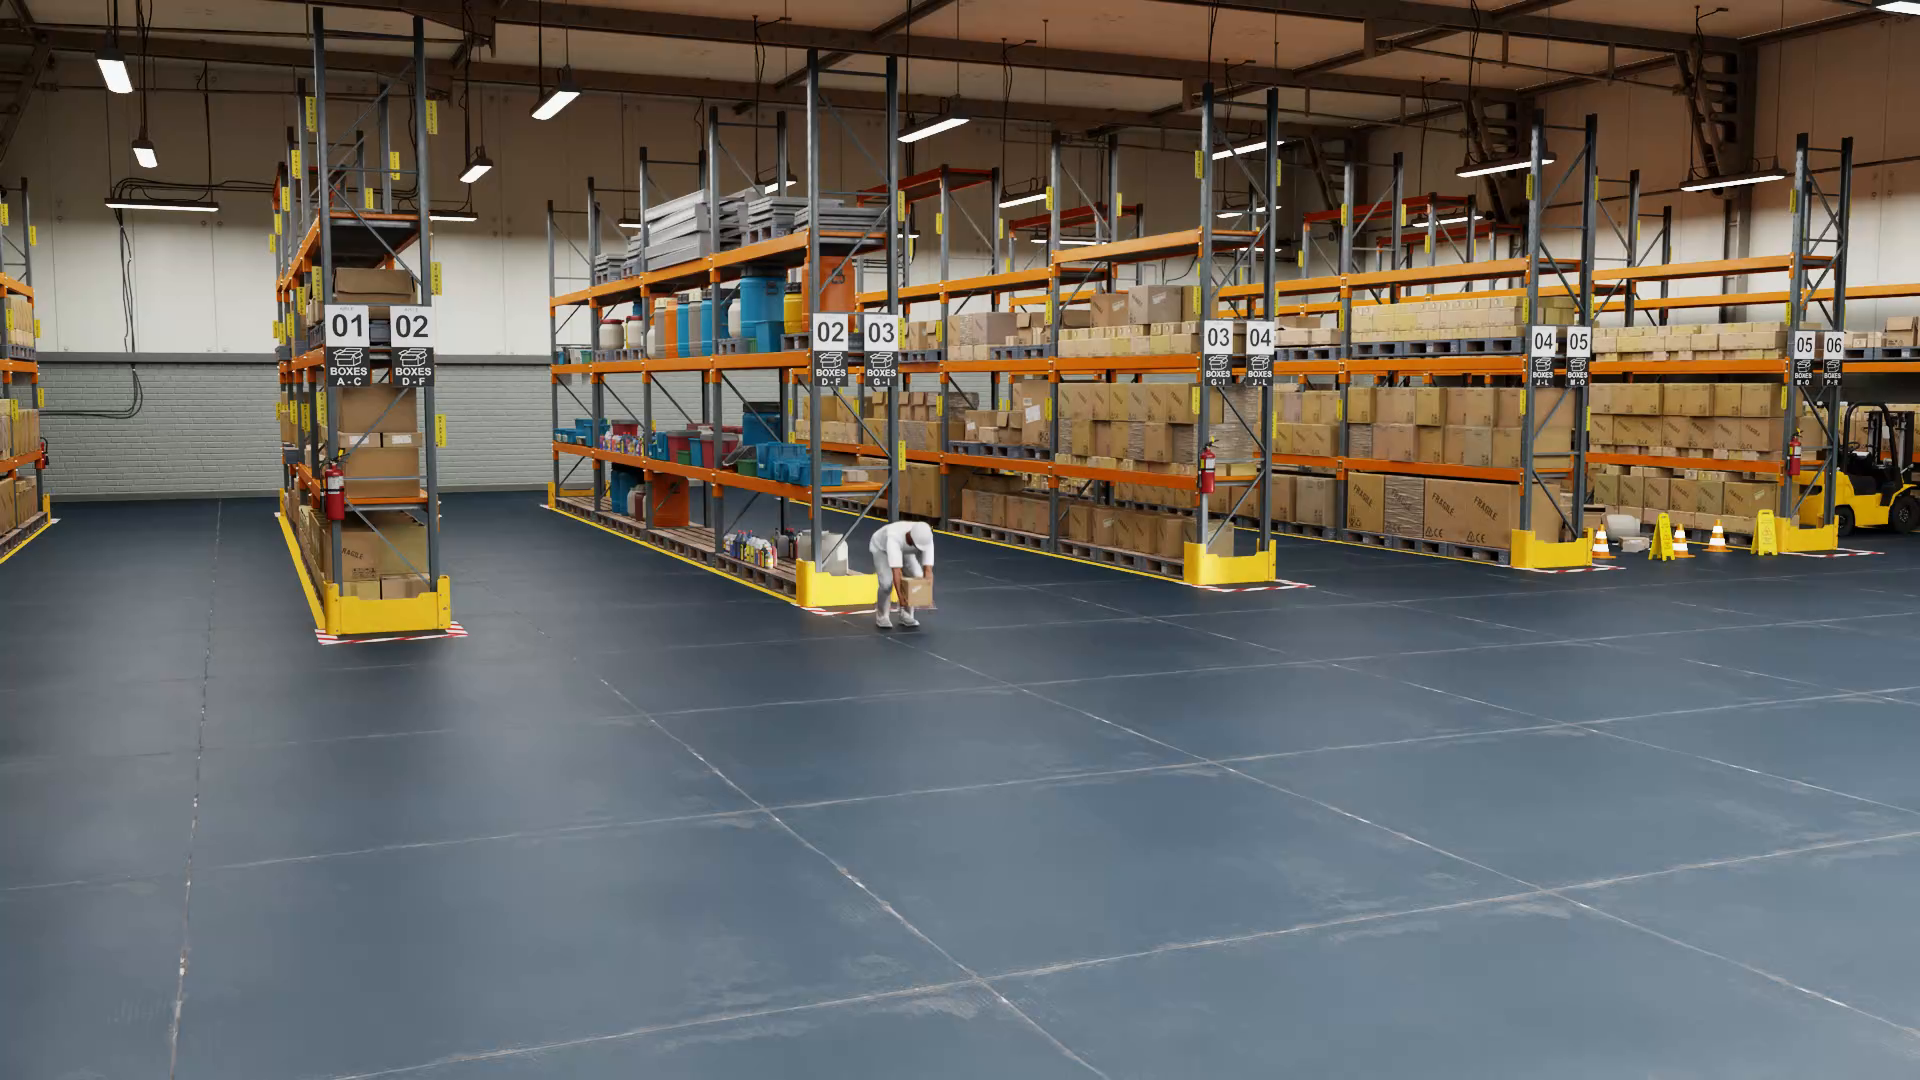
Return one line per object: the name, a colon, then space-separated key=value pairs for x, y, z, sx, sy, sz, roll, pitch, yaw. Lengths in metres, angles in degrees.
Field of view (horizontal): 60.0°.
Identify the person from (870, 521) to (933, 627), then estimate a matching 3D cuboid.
person: x=-0.548 y=0.337 z=16.591 sx=0.514 sy=1.101 sz=0.965 roll=-3 pitch=6 yaw=-27
